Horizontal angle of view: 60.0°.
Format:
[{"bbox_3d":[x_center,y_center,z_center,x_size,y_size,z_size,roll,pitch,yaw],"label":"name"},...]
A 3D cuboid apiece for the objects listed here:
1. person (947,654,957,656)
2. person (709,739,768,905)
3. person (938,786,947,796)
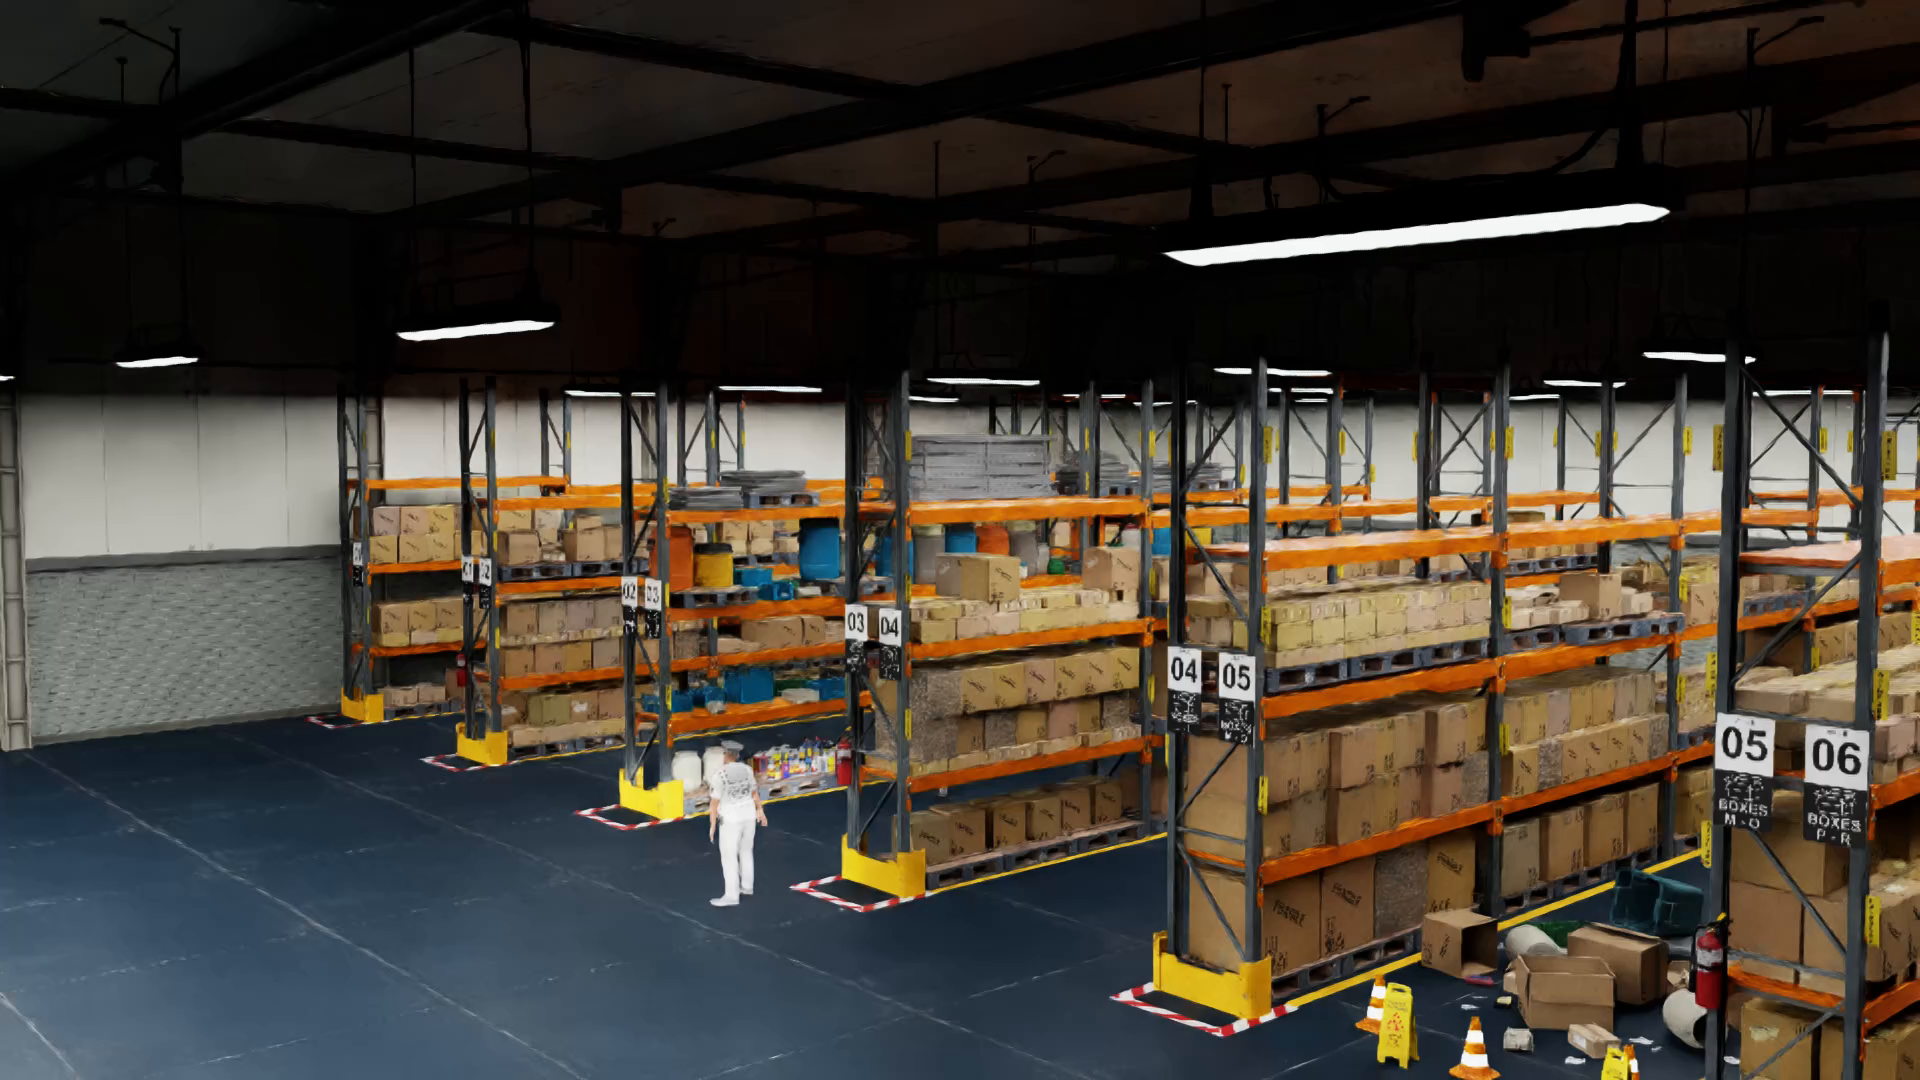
[{"bbox_3d":[-0.175,2.454,29.207,0.582,1.607,0.625,-4,5,-44],"label":"person"},{"bbox_3d":[-2.474,3.077,18.270,0.737,1.747,0.531,-4,5,-44],"label":"person"},{"bbox_3d":[-0.307,2.792,23.745,0.629,1.607,0.813,2,4,31],"label":"person"}]
